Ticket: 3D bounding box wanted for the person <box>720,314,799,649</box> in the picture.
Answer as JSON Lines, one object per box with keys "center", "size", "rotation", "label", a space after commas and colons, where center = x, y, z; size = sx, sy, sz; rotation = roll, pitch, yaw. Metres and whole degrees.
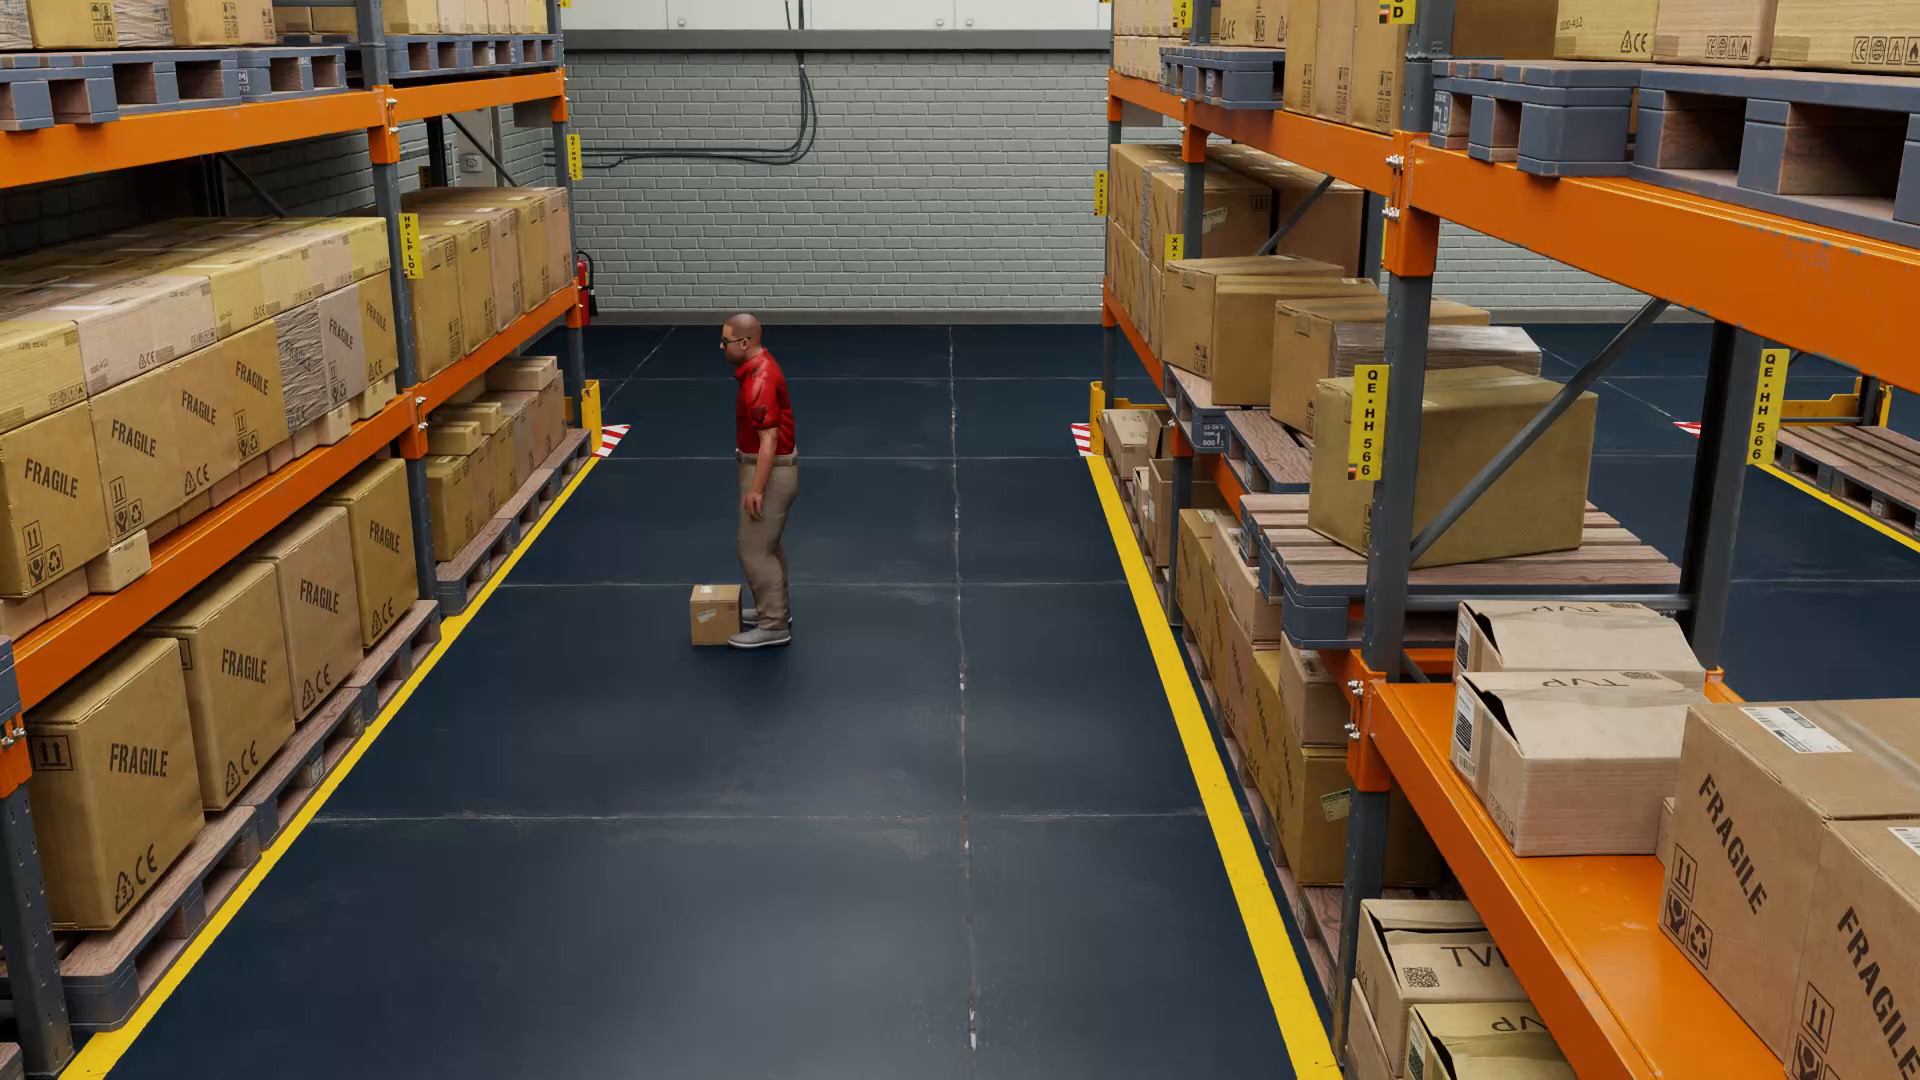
{"center": [-1.031, -0.314, 8.593], "size": [0.392, 1.726, 0.606], "rotation": [-1, 17, -4], "label": "person"}
